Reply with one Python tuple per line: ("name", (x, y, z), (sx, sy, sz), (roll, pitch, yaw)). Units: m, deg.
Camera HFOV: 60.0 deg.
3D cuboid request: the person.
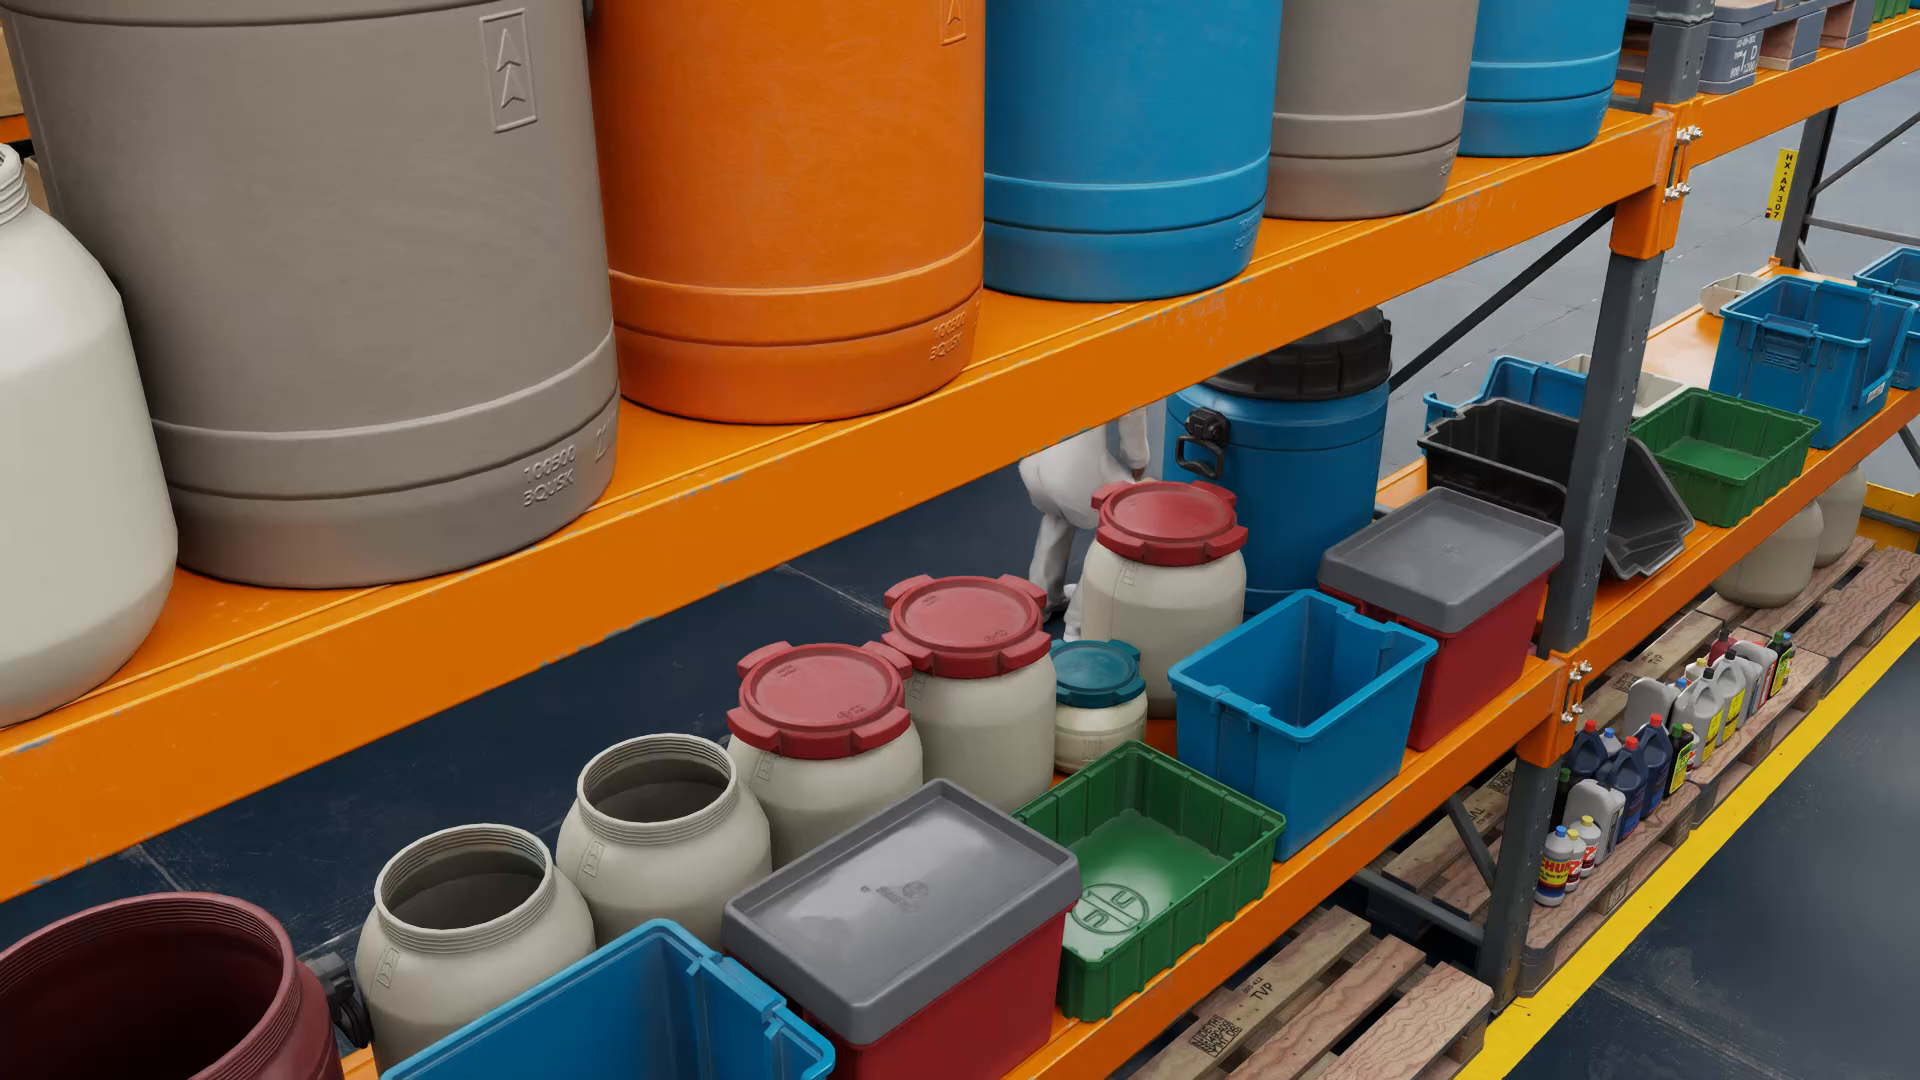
("person", (0.491, -0.369, 7.038), (0.564, 1.612, 0.619), (-24, 36, -39))
